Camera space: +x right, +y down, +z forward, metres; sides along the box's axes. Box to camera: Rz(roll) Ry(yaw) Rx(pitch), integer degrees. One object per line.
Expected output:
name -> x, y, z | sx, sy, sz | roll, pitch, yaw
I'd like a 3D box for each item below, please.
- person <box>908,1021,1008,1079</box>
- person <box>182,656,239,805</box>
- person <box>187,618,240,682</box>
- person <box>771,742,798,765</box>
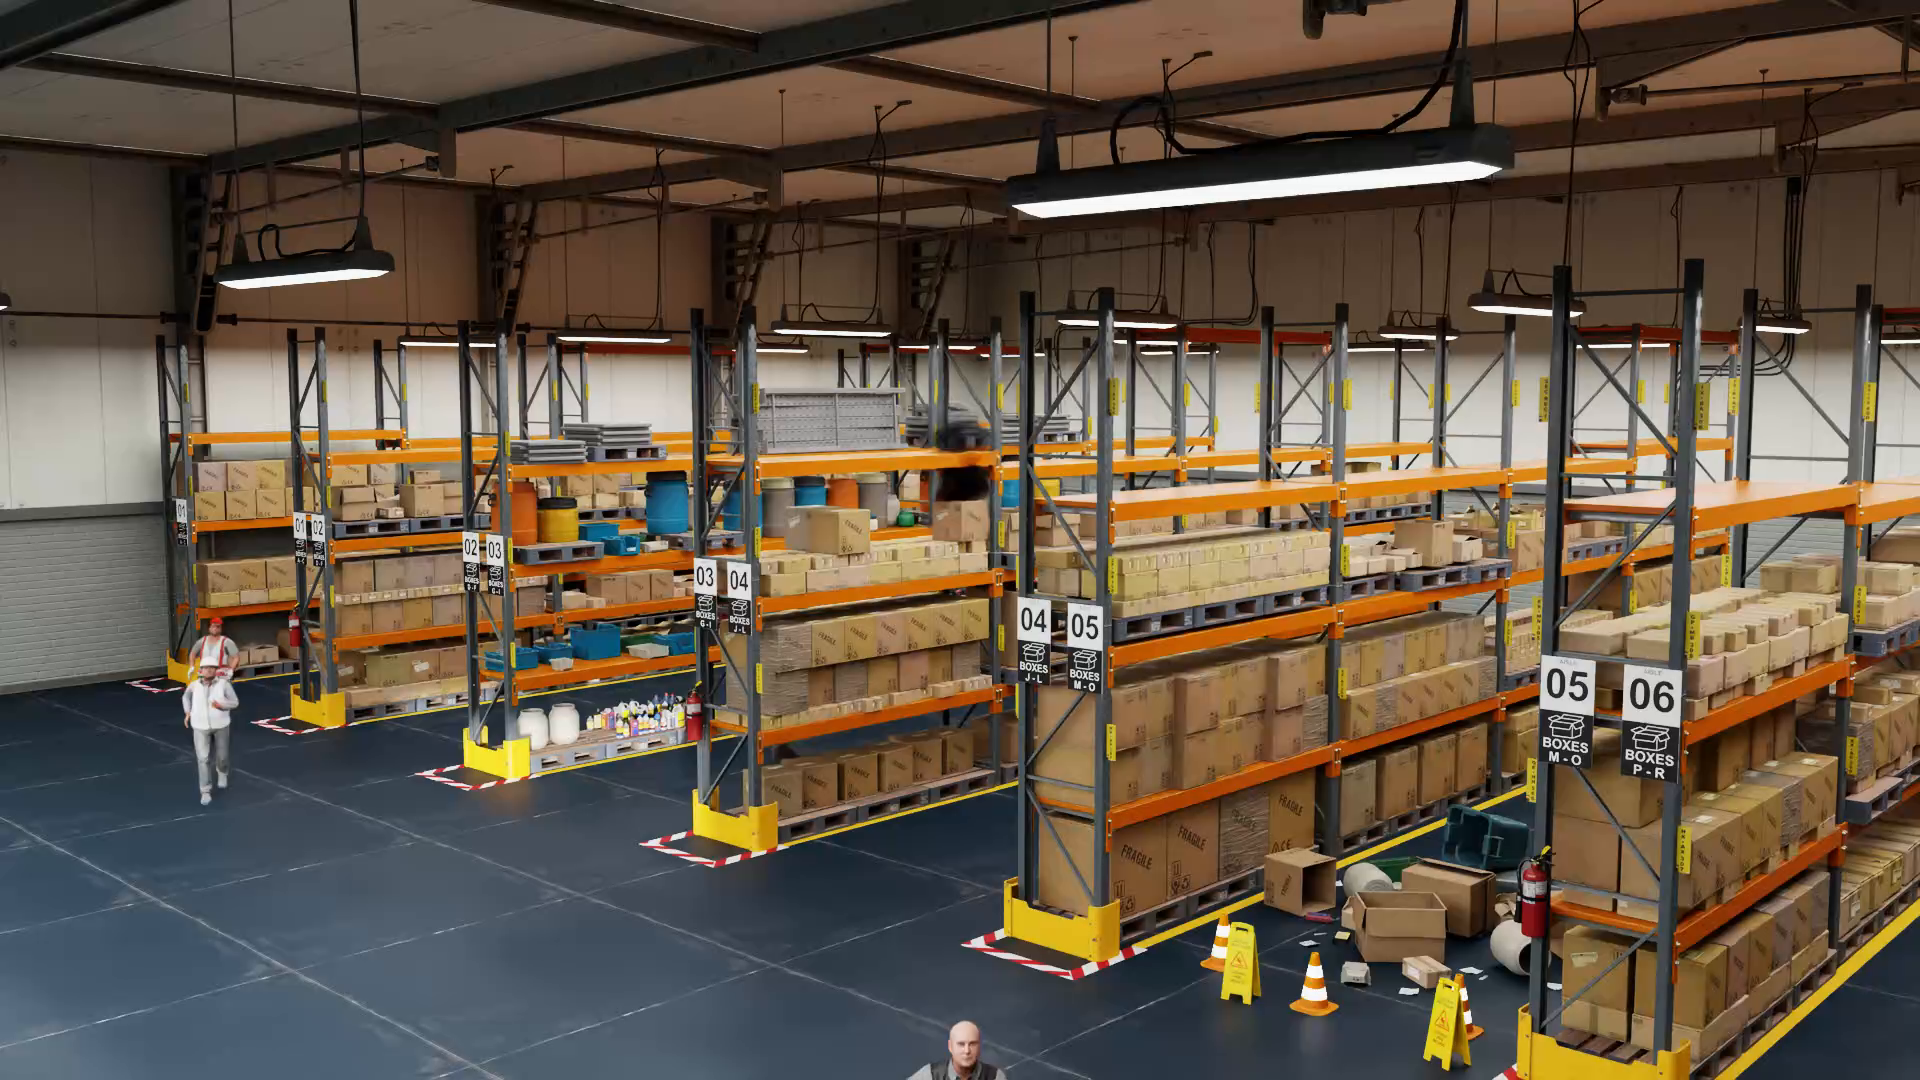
person -> 0.005, 3.471, 8.984 | 0.638, 1.762, 0.699 | -1, 5, -10
person -> -9.310, 2.319, 20.672 | 0.655, 1.763, 0.963 | -2, 6, -21
person -> -10.991, 2.015, 24.442 | 0.703, 1.738, 0.539 | 0, 5, -5
person -> -2.269, 2.349, 21.264 | 0.564, 1.716, 0.794 | 5, 7, 41
